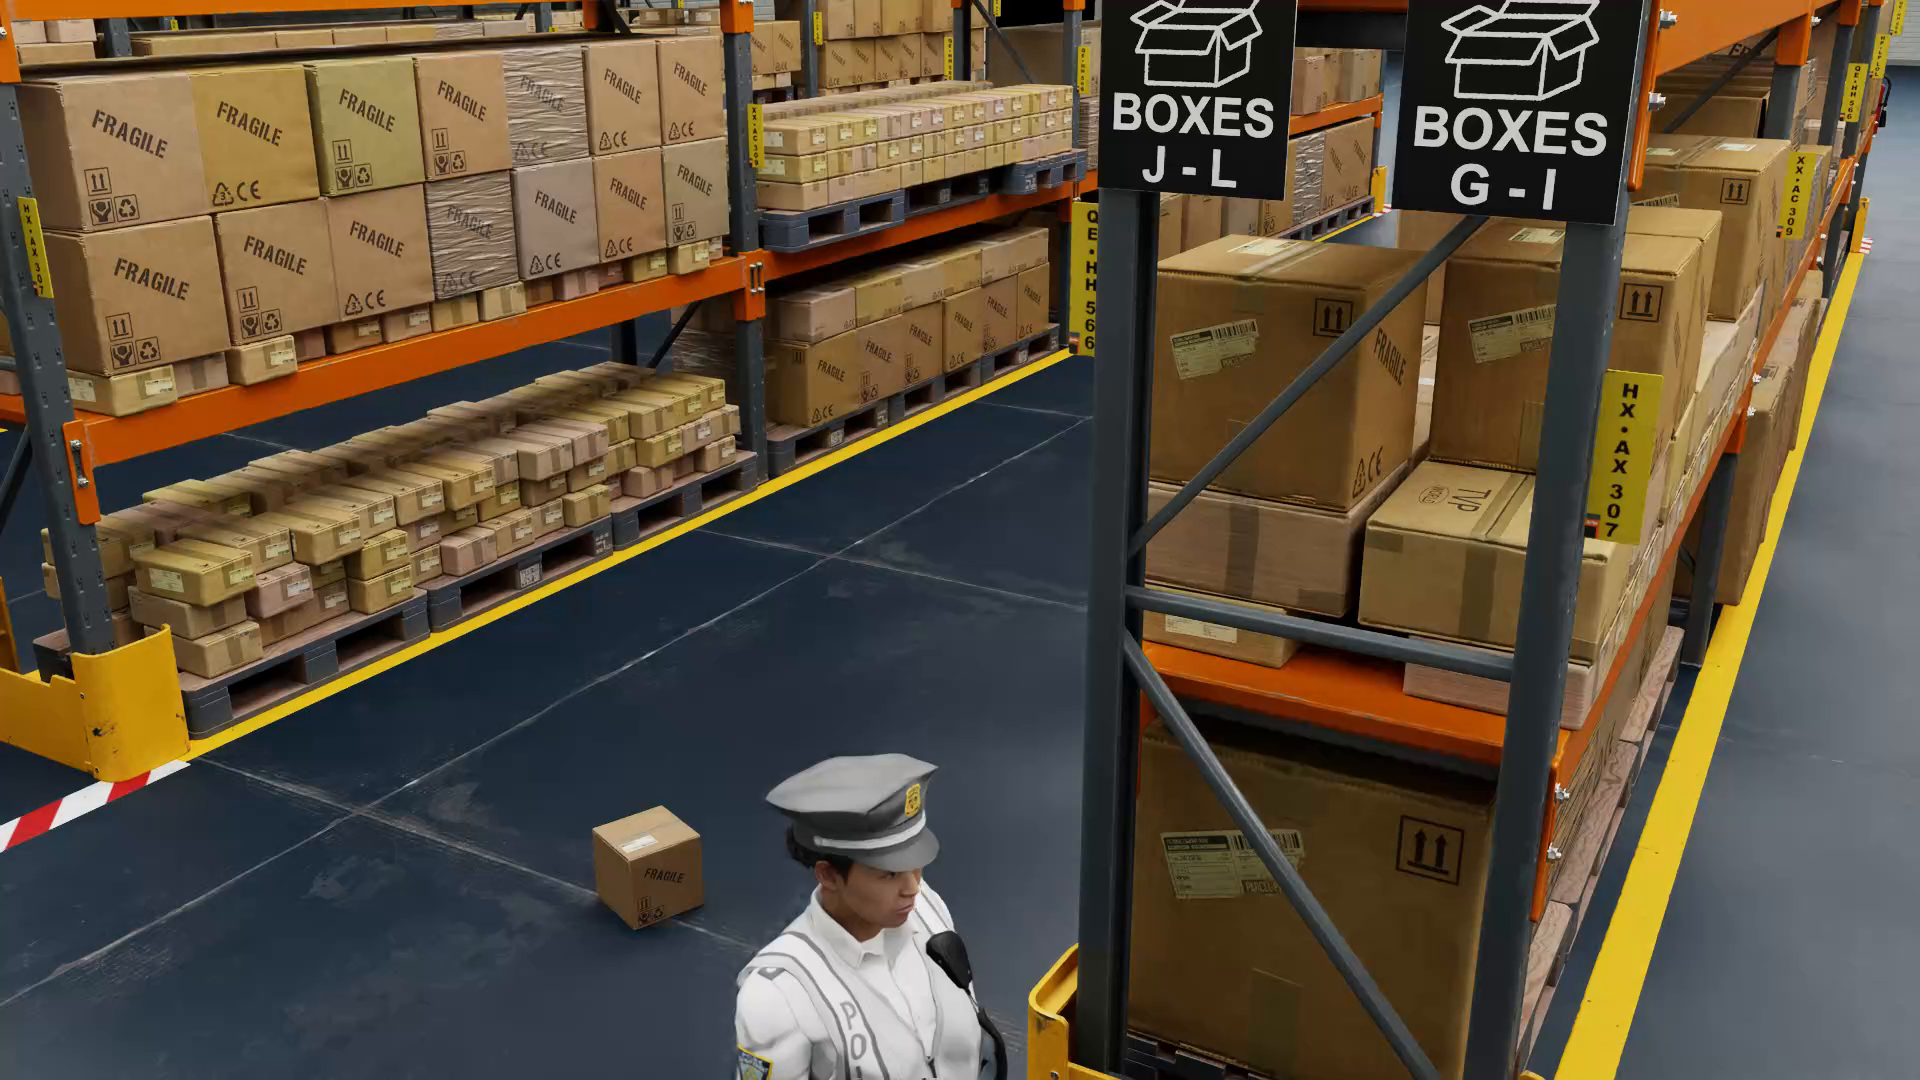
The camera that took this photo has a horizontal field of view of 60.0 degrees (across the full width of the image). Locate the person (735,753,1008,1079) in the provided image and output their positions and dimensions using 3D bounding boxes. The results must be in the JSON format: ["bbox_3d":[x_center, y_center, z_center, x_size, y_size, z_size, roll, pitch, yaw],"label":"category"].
[{"bbox_3d":[-0.185,1.127,2.817,0.485,1.660,0.499,16,25,37],"label":"person"}]
